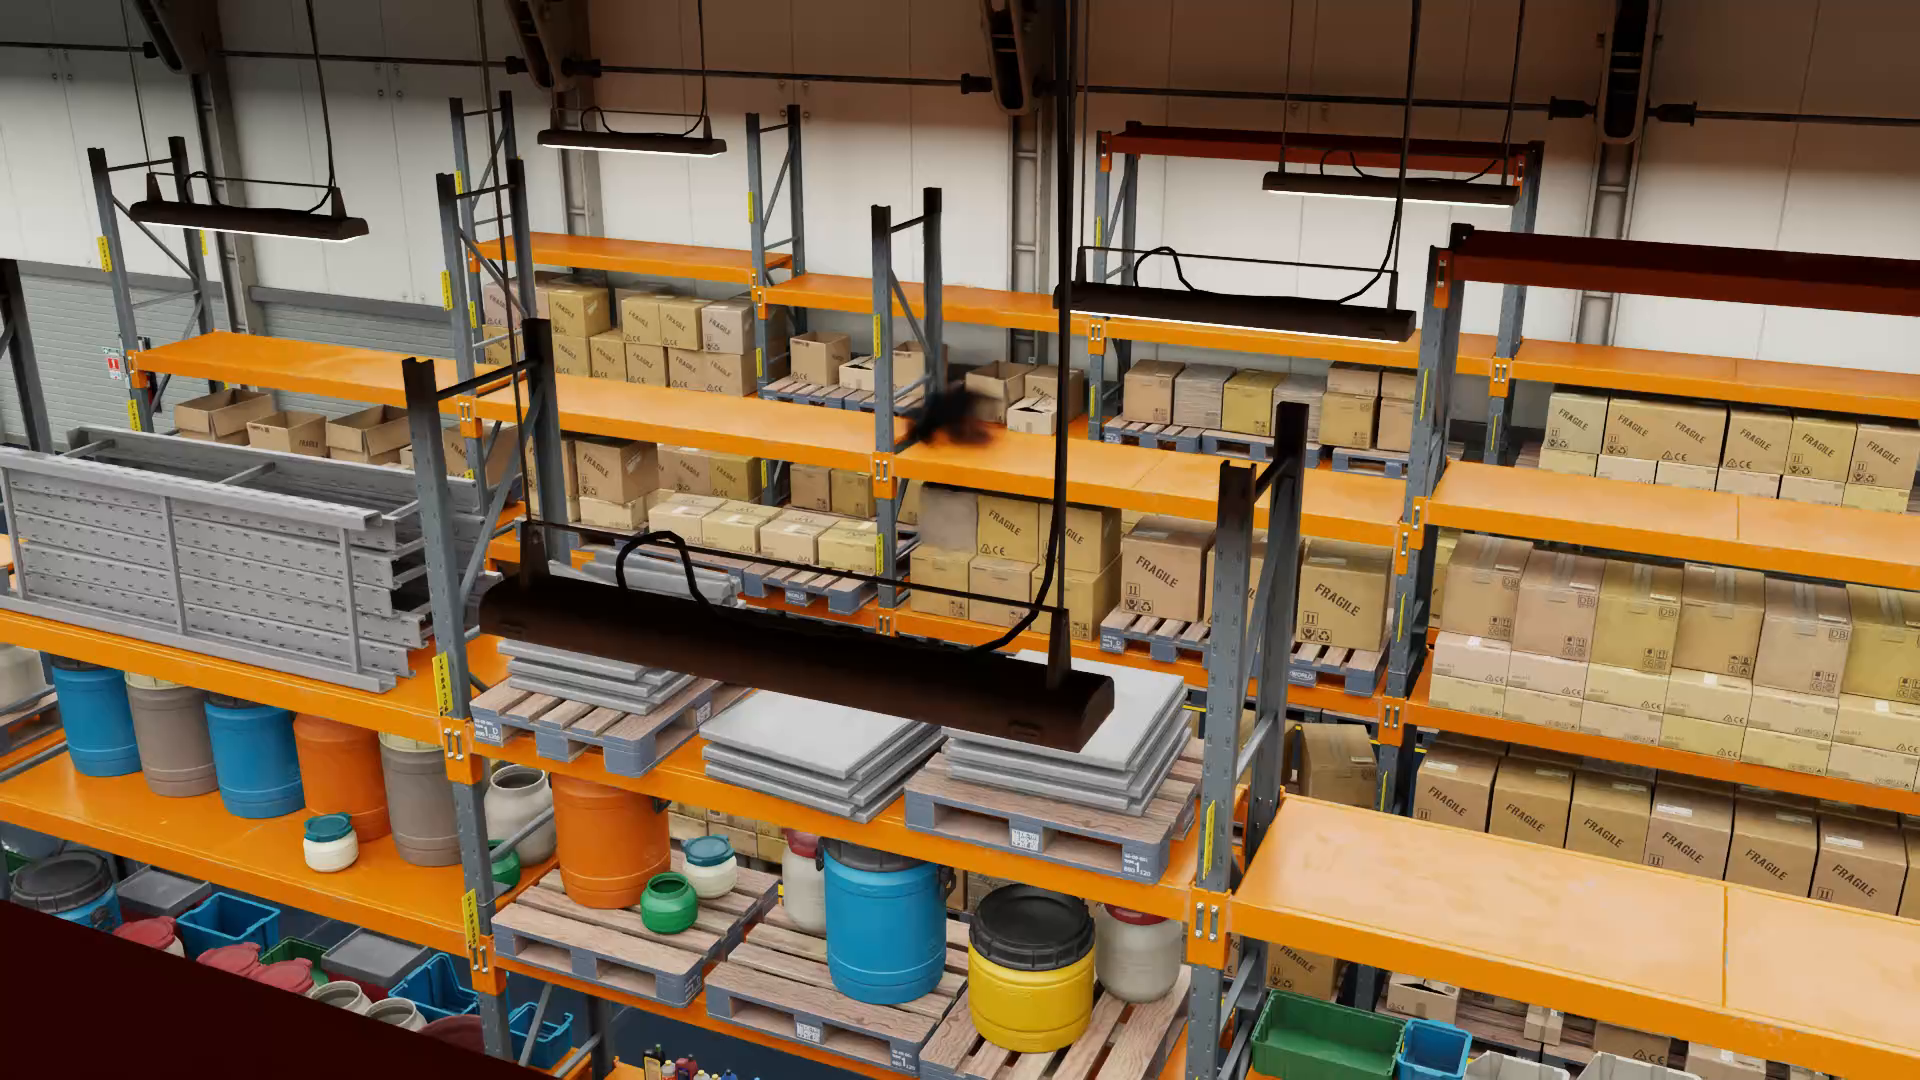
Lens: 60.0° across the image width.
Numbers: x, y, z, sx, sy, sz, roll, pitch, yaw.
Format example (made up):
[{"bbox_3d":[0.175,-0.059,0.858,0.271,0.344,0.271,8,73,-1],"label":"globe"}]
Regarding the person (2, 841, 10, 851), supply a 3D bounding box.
[{"bbox_3d":[-8.655,2.254,14.476,0.633,1.567,0.573,0,21,1],"label":"person"}]
